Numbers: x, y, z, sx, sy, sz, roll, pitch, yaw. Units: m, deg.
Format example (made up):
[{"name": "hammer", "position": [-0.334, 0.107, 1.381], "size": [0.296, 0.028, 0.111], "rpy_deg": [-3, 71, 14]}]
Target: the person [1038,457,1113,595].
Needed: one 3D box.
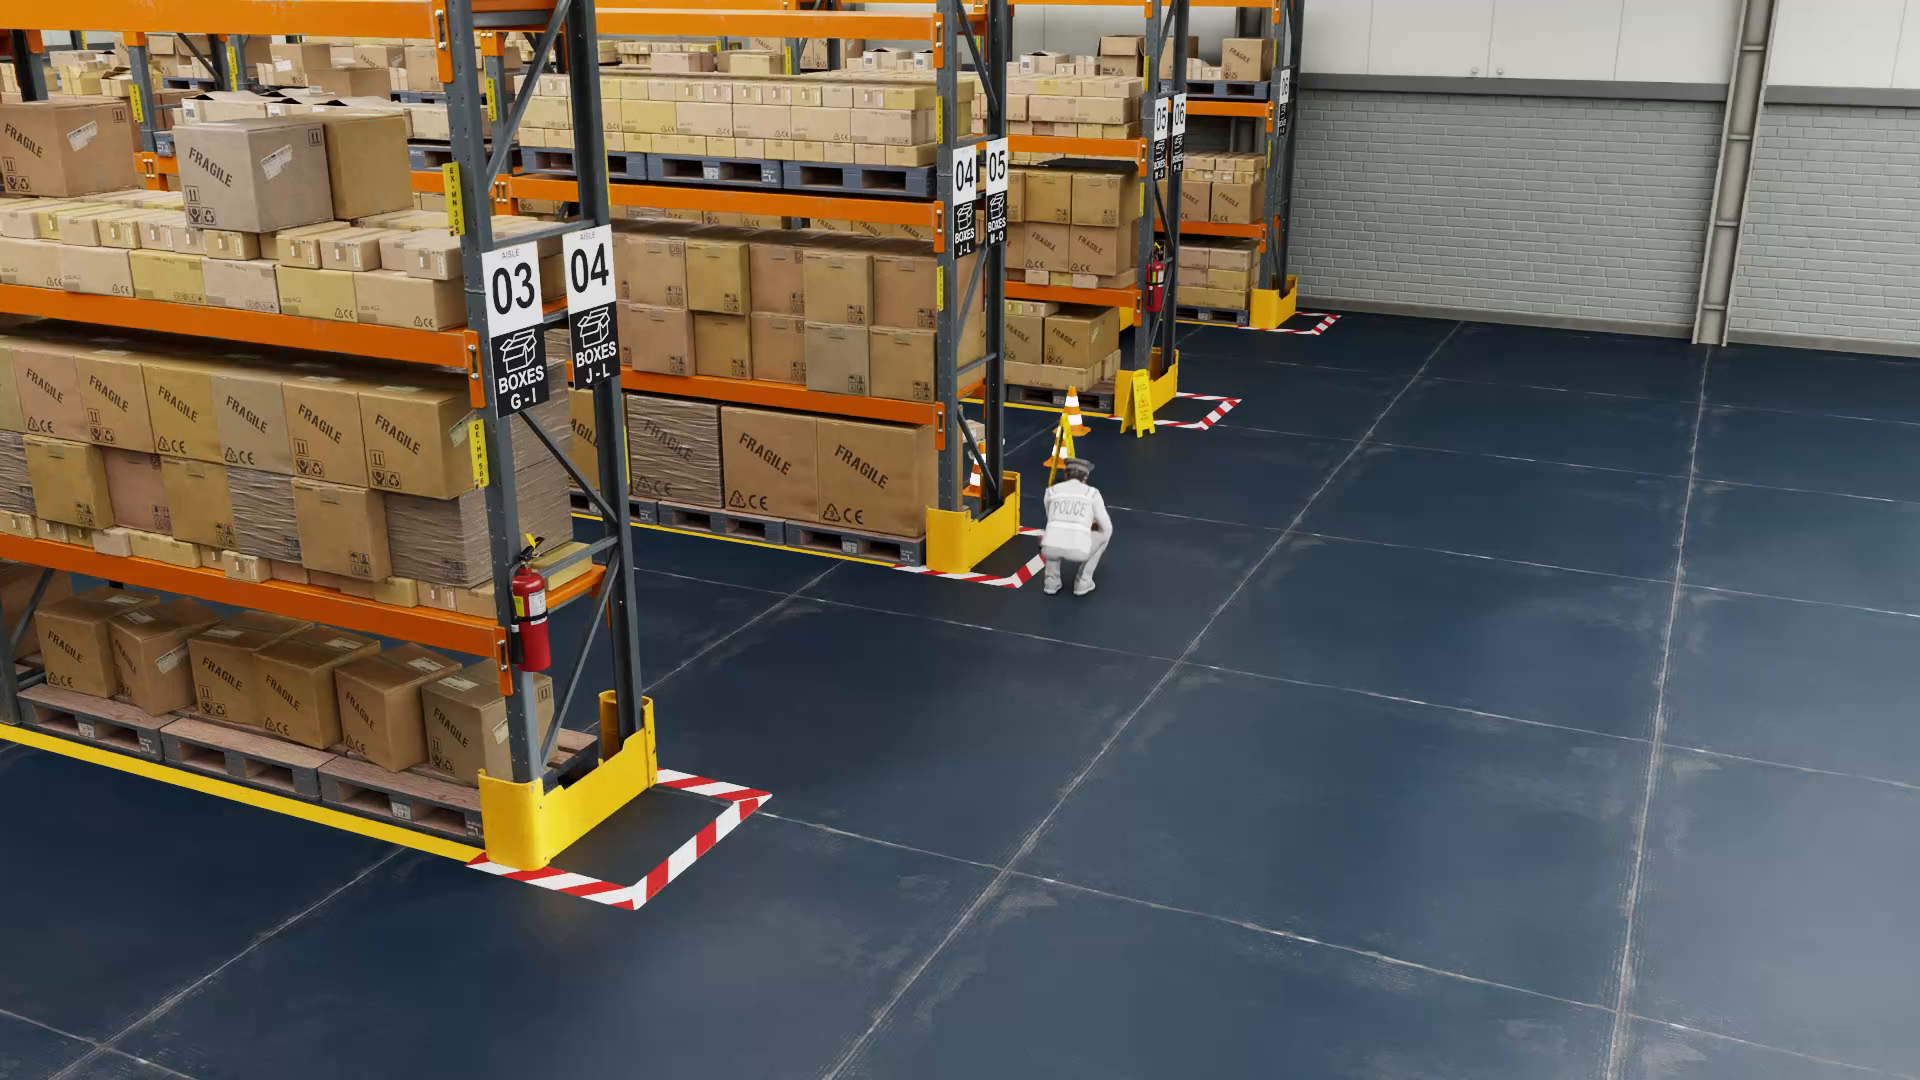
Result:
[{"name": "person", "position": [0.860, -0.103, 12.455], "size": [0.503, 0.960, 0.833], "rpy_deg": [7, 20, 19]}]
